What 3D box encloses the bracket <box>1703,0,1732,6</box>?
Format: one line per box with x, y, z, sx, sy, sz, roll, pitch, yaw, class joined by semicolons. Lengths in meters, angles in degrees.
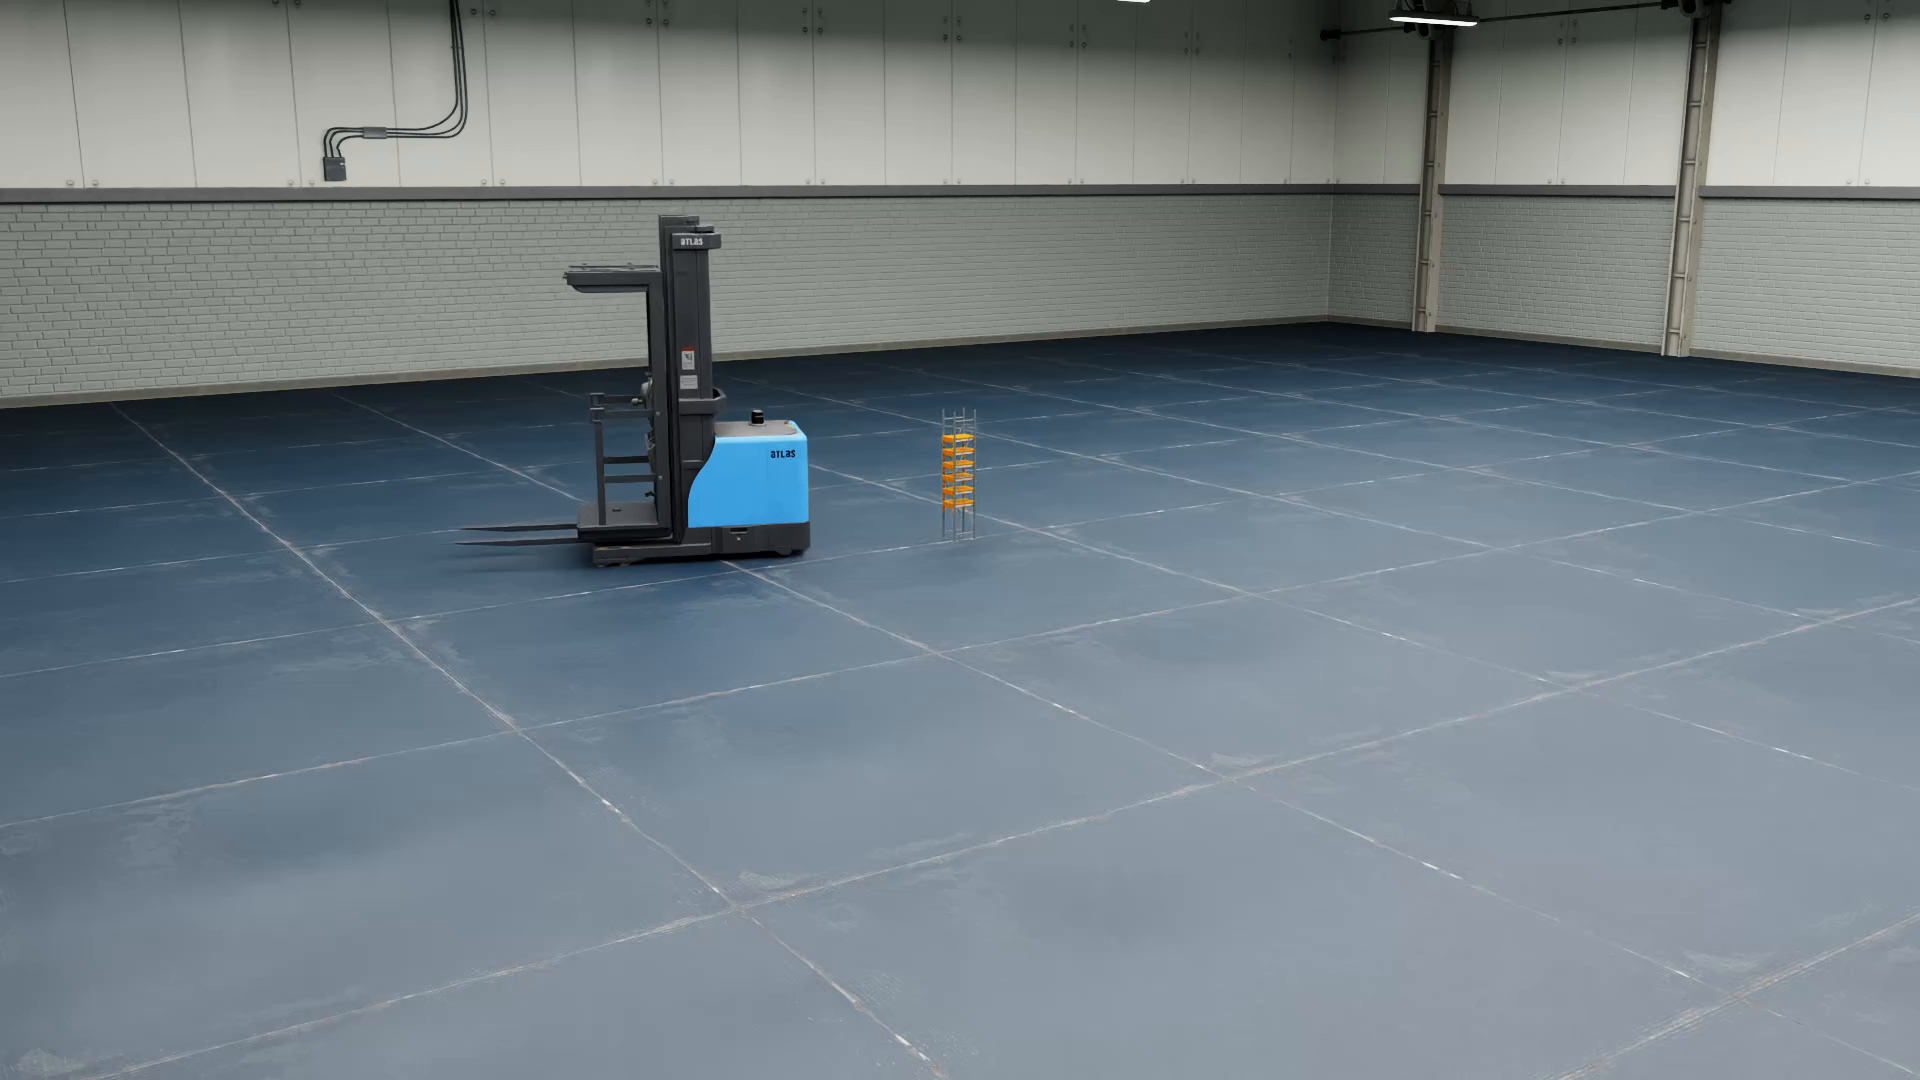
13.251;-9.474;29.082;0.235;0.232;0.430;-8;15;-33;bracket

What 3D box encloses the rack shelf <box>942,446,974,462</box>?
-0.008;-0.780;15.092;0.258;0.103;0.180;-8;15;-33;rack shelf

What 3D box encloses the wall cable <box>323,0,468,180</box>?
-8.851;-8.632;25.700;2.305;6.003;0.169;-8;15;-33;wall cable

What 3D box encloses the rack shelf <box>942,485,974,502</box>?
-0.008;-0.428;15.169;0.258;0.103;0.180;-8;15;-33;rack shelf

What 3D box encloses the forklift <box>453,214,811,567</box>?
-2.887;-1.325;14.447;3.031;2.935;1.130;-3;13;-12;forklift

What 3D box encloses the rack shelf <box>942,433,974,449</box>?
-0.008;-0.897;15.066;0.258;0.103;0.180;-8;15;-33;rack shelf

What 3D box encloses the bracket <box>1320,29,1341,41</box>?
8.154;-11.110;36.564;0.235;0.232;0.430;-8;15;-33;bracket

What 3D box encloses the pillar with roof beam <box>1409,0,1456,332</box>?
6.408;-8.389;32.546;9.100;9.000;0.548;-8;15;-33;pillar with roof beam

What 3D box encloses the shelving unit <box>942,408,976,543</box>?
-0.008;-0.589;15.134;0.258;1.200;0.189;-8;15;-33;shelving unit

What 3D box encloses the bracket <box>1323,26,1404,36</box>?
8.481;-11.005;36.084;0.076;0.066;3.189;-8;15;-33;bracket

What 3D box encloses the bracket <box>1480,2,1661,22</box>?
11.354;-10.083;31.866;0.076;0.066;4.783;-8;15;-33;bracket

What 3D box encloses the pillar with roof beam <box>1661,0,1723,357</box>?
9.733;-7.322;27.666;9.100;9.000;0.548;-8;15;-33;pillar with roof beam

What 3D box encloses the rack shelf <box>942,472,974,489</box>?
-0.008;-0.545;15.143;0.258;0.103;0.180;-8;15;-33;rack shelf

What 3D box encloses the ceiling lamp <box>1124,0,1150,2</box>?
1.893;-9.607;24.452;2.000;3.185;0.800;-8;15;-33;ceiling lamp

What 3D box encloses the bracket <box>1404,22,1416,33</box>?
9.467;-10.688;34.637;0.235;0.232;0.430;-8;15;-33;bracket

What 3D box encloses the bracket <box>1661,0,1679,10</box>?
12.791;-9.621;29.757;0.235;0.232;0.430;-8;15;-33;bracket

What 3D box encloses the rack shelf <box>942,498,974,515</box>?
-0.008;-0.311;15.194;0.258;0.103;0.180;-8;15;-33;rack shelf

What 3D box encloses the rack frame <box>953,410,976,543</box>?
0.043;-0.572;15.059;0.240;1.200;0.006;-8;15;-33;rack frame

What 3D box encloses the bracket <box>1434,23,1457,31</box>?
9.927;-10.541;33.962;0.235;0.232;0.430;-8;15;-33;bracket

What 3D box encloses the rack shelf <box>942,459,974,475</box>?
-0.008;-0.663;15.117;0.258;0.103;0.180;-8;15;-33;rack shelf

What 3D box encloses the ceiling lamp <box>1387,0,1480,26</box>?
8.004;-10.475;28.425;2.000;3.185;0.800;-8;15;-33;ceiling lamp

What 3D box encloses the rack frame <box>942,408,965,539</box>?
-0.059;-0.605;15.208;0.240;1.200;0.006;-8;15;-33;rack frame
